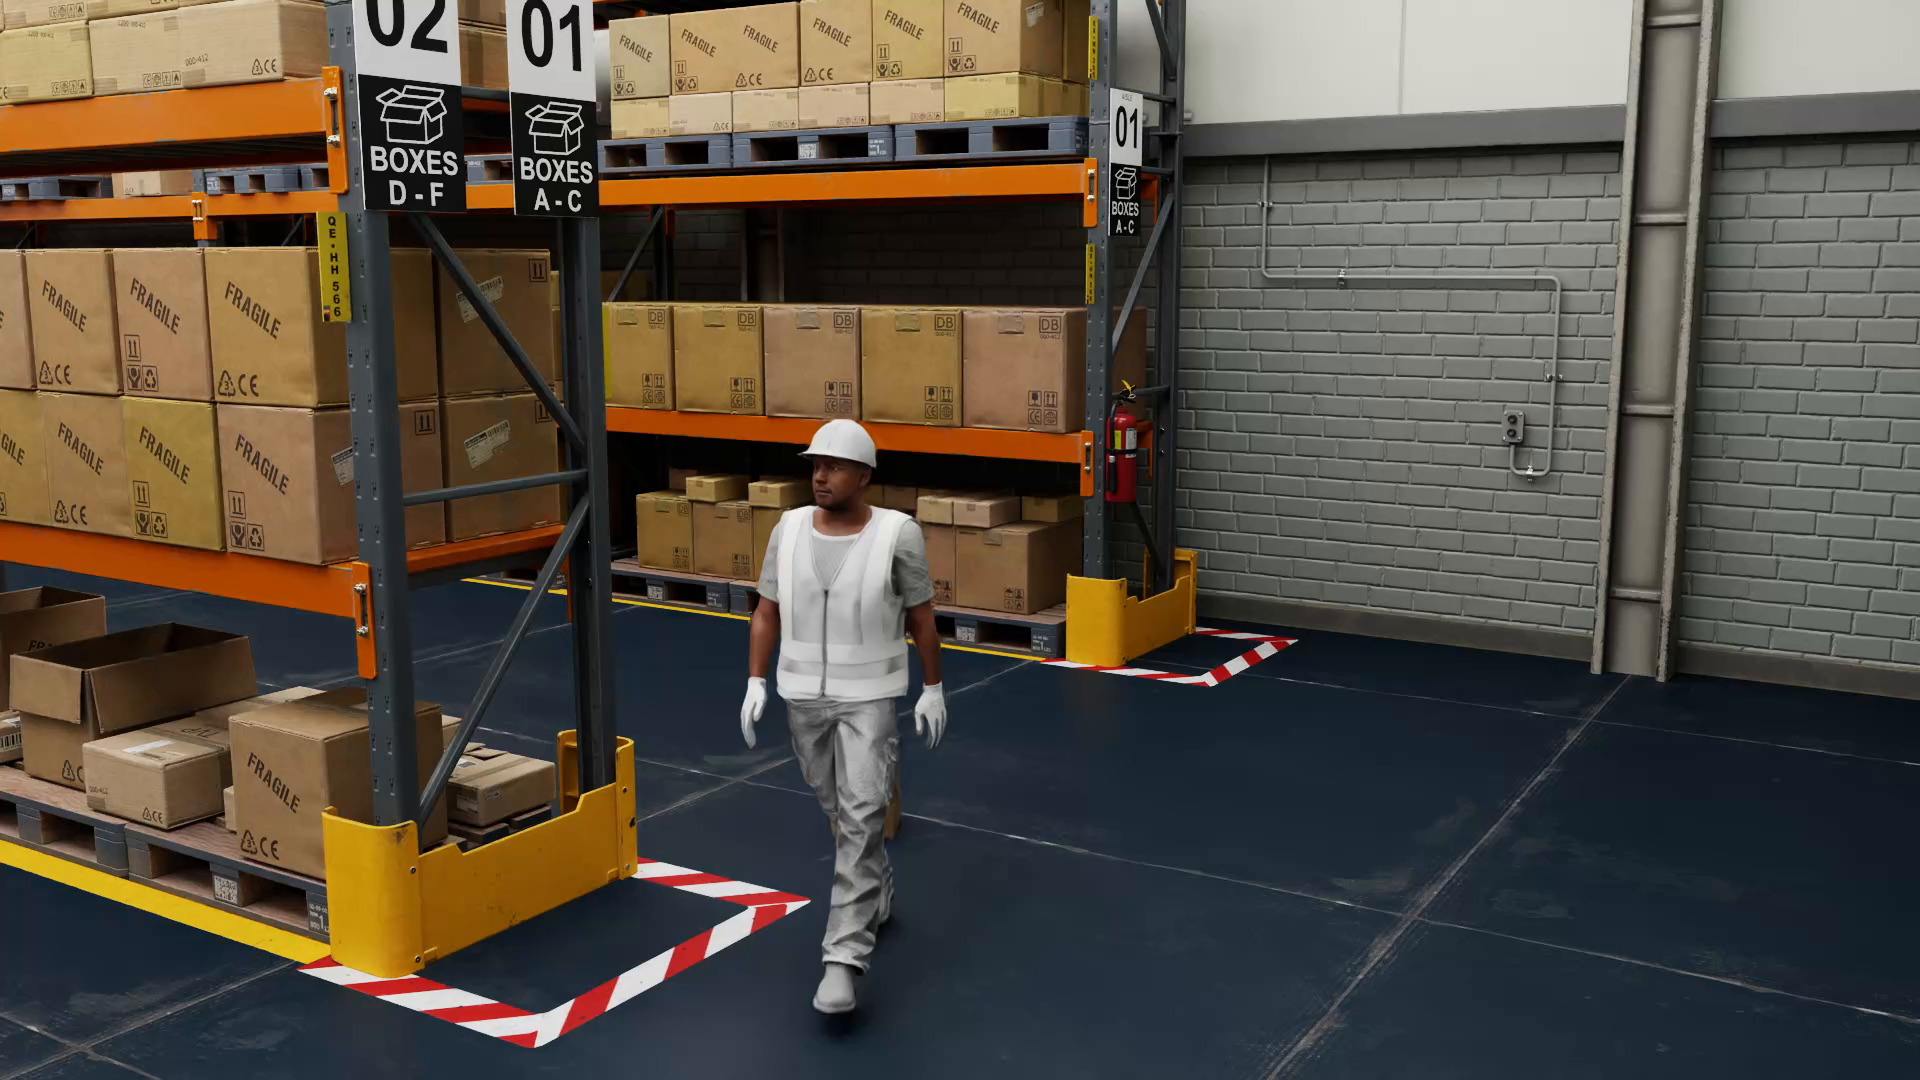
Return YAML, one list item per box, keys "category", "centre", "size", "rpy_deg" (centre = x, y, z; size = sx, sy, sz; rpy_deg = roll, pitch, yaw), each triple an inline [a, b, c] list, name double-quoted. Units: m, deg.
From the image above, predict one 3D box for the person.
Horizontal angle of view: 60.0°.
- category: "person"
  centre: [-0.397, 0.493, 5.237]
  size: [0.605, 1.731, 0.999]
  rpy_deg: [3, 10, 18]
